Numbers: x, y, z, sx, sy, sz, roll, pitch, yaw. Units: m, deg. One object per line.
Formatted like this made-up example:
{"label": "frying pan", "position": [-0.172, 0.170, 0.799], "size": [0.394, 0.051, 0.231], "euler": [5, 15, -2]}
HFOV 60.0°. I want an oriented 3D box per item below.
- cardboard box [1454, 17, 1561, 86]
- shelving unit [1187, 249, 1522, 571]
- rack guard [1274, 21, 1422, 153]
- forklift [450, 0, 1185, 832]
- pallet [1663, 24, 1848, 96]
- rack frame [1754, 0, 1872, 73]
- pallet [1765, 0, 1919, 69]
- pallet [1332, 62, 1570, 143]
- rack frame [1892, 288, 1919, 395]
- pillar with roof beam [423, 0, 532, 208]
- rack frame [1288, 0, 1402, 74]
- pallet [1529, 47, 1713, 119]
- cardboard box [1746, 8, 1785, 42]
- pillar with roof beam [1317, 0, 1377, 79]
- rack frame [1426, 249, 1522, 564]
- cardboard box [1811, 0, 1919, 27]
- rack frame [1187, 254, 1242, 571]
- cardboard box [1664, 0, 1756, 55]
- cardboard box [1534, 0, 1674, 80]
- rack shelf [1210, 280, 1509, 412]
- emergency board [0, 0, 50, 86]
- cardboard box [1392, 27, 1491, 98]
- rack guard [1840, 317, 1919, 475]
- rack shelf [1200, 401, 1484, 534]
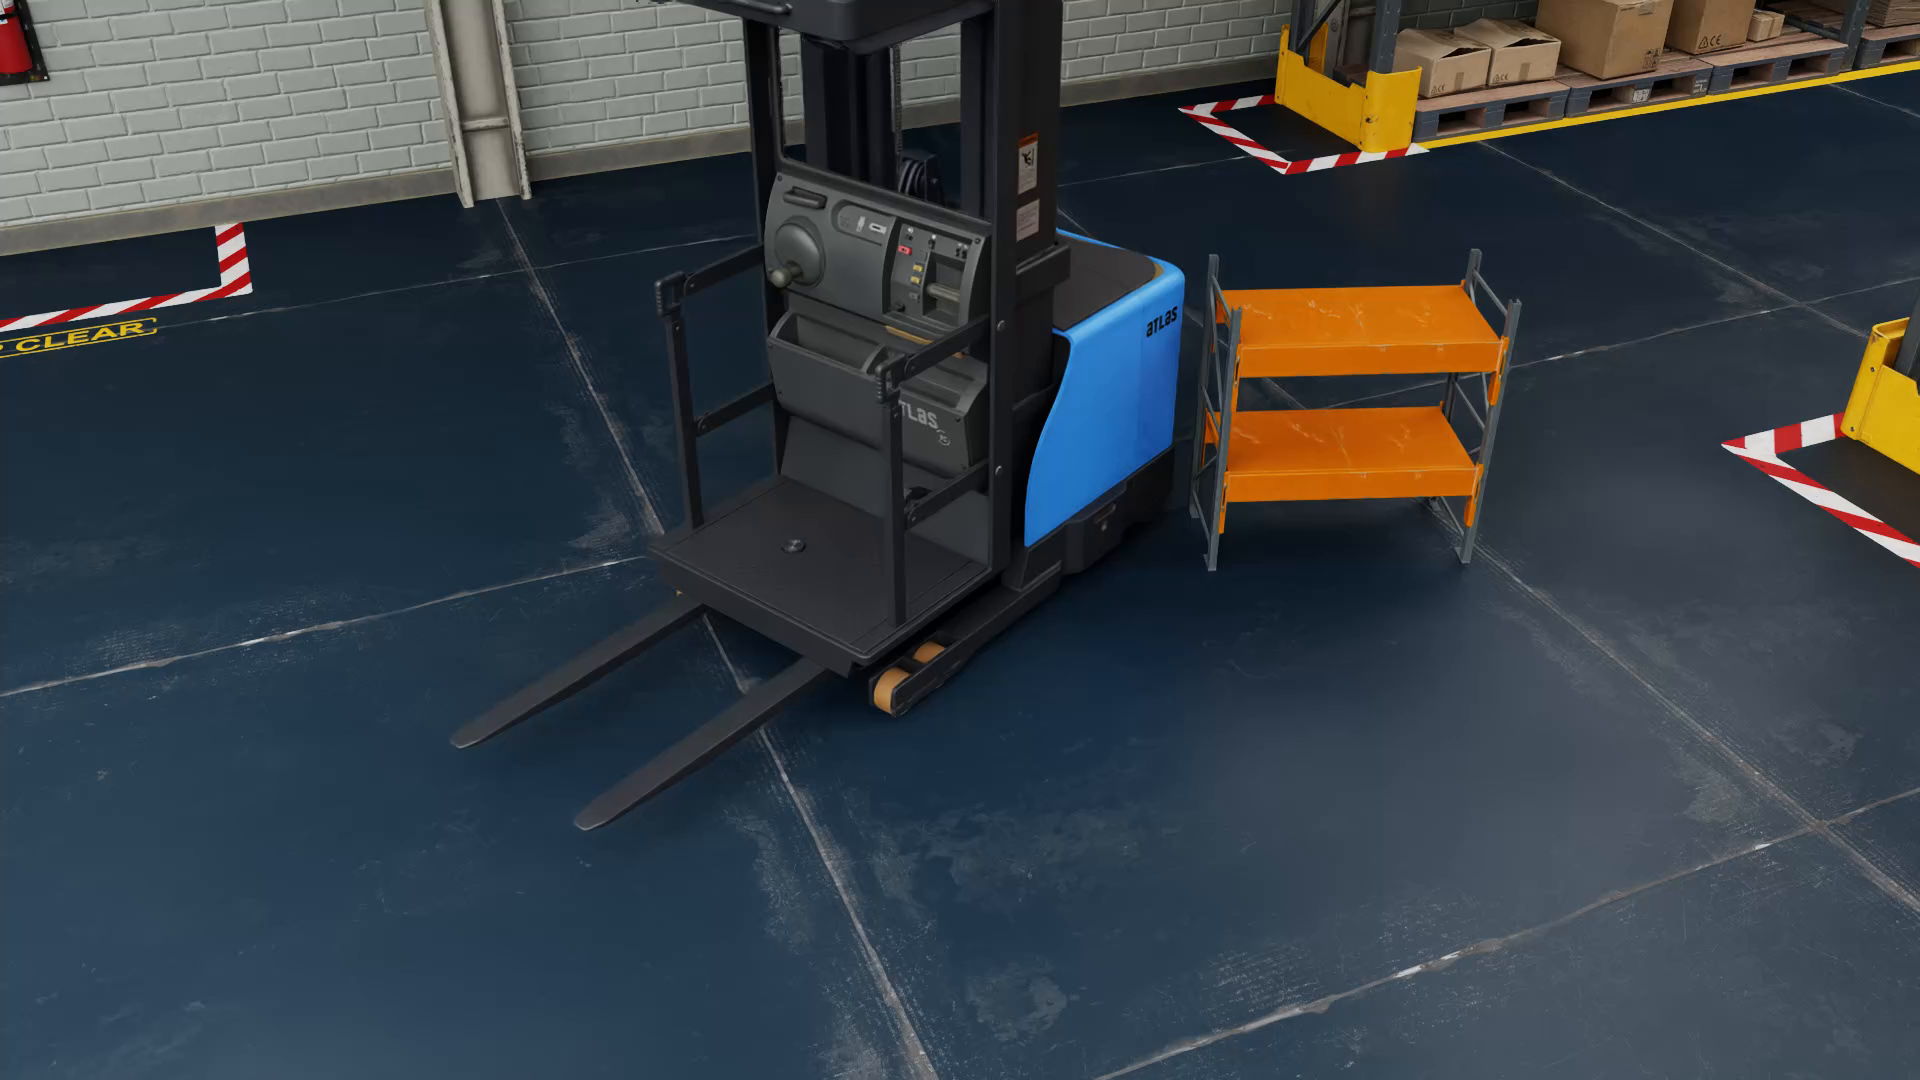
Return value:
{"label": "cardboard box", "position": [3.640, -3.284, 11.108], "size": [0.500, 0.311, 0.500], "euler": [-10, 34, -15]}
{"label": "shelving unit", "position": [1.490, -0.500, 6.487], "size": [1.048, 1.125, 0.538], "euler": [-2, 33, -3]}
{"label": "rack guard", "position": [2.512, -2.973, 10.861], "size": [0.348, 0.500, 1.175], "euler": [-13, 35, -19]}
{"label": "forklift", "position": [-0.433, -0.923, 5.481], "size": [1.130, 2.935, 3.031], "euler": [24, 40, 32]}
{"label": "pallet", "position": [5.524, -3.521, 11.968], "size": [1.213, 0.211, 1.003], "euler": [-13, 35, -19]}
{"label": "rack frame", "position": [6.130, -4.849, 11.453], "size": [0.127, 3.000, 1.000], "euler": [-13, 35, -19]}
{"label": "pallet", "position": [6.847, -3.846, 12.467], "size": [1.213, 0.211, 1.003], "euler": [-13, 35, -19]}
{"label": "pallet", "position": [3.275, -3.006, 11.176], "size": [1.213, 0.211, 1.003], "euler": [-13, 35, -19]}
{"label": "rack frame", "position": [4.363, -1.515, 6.328], "size": [0.127, 3.000, 1.000], "euler": [-13, 35, -19]}
{"label": "pillar with roof beam", "position": [-1.113, -3.671, 4.140], "size": [0.400, 9.000, 9.100], "euler": [-13, 35, -19]}
{"label": "rack frame", "position": [2.442, -4.005, 10.155], "size": [0.127, 3.000, 1.000], "euler": [-13, 35, -19]}
{"label": "pallet", "position": [4.398, -3.261, 11.569], "size": [1.213, 0.211, 1.003], "euler": [-13, 35, -19]}
{"label": "cardboard box", "position": [5.648, -3.718, 11.909], "size": [0.250, 0.166, 0.380], "euler": [-18, 37, -25]}
{"label": "pillar with roof beam", "position": [4.419, -4.938, 6.087], "size": [0.400, 9.000, 9.100], "euler": [-13, 35, -19]}
{"label": "rack frame", "position": [1.998, -0.515, 6.509], "size": [0.032, 1.125, 0.500], "euler": [-2, 33, -3]}
{"label": "cardboard box", "position": [6.802, -4.150, 12.266], "size": [0.500, 0.500, 0.700], "euler": [-12, 35, -17]}
{"label": "rack frame", "position": [0.982, -0.485, 6.465], "size": [0.032, 1.125, 0.500], "euler": [-2, 33, -3]}
{"label": "cardboard box", "position": [5.188, -3.747, 11.647], "size": [0.500, 0.500, 0.500], "euler": [-16, 36, -22]}
{"label": "cardboard box", "position": [4.336, -3.493, 11.256], "size": [0.500, 0.500, 0.700], "euler": [-15, 36, -22]}
{"label": "rack shelf", "position": [1.490, -0.745, 6.327], "size": [1.000, 0.278, 0.538], "euler": [-2, 33, -3]}
{"label": "emergency board", "position": [-5.073, -2.818, 8.331], "size": [0.643, 1.169, 0.194], "euler": [-13, 35, -19]}
{"label": "cardboard box", "position": [3.115, -3.163, 10.923], "size": [0.500, 0.311, 0.500], "euler": [-17, 37, -24]}
{"label": "rack guard", "position": [4.341, -0.462, 7.002], "size": [0.348, 0.500, 1.175], "euler": [-13, 35, -19]}
{"label": "rack shelf", "position": [1.490, -0.295, 6.620], "size": [1.000, 0.278, 0.538], "euler": [-2, 33, -3]}
